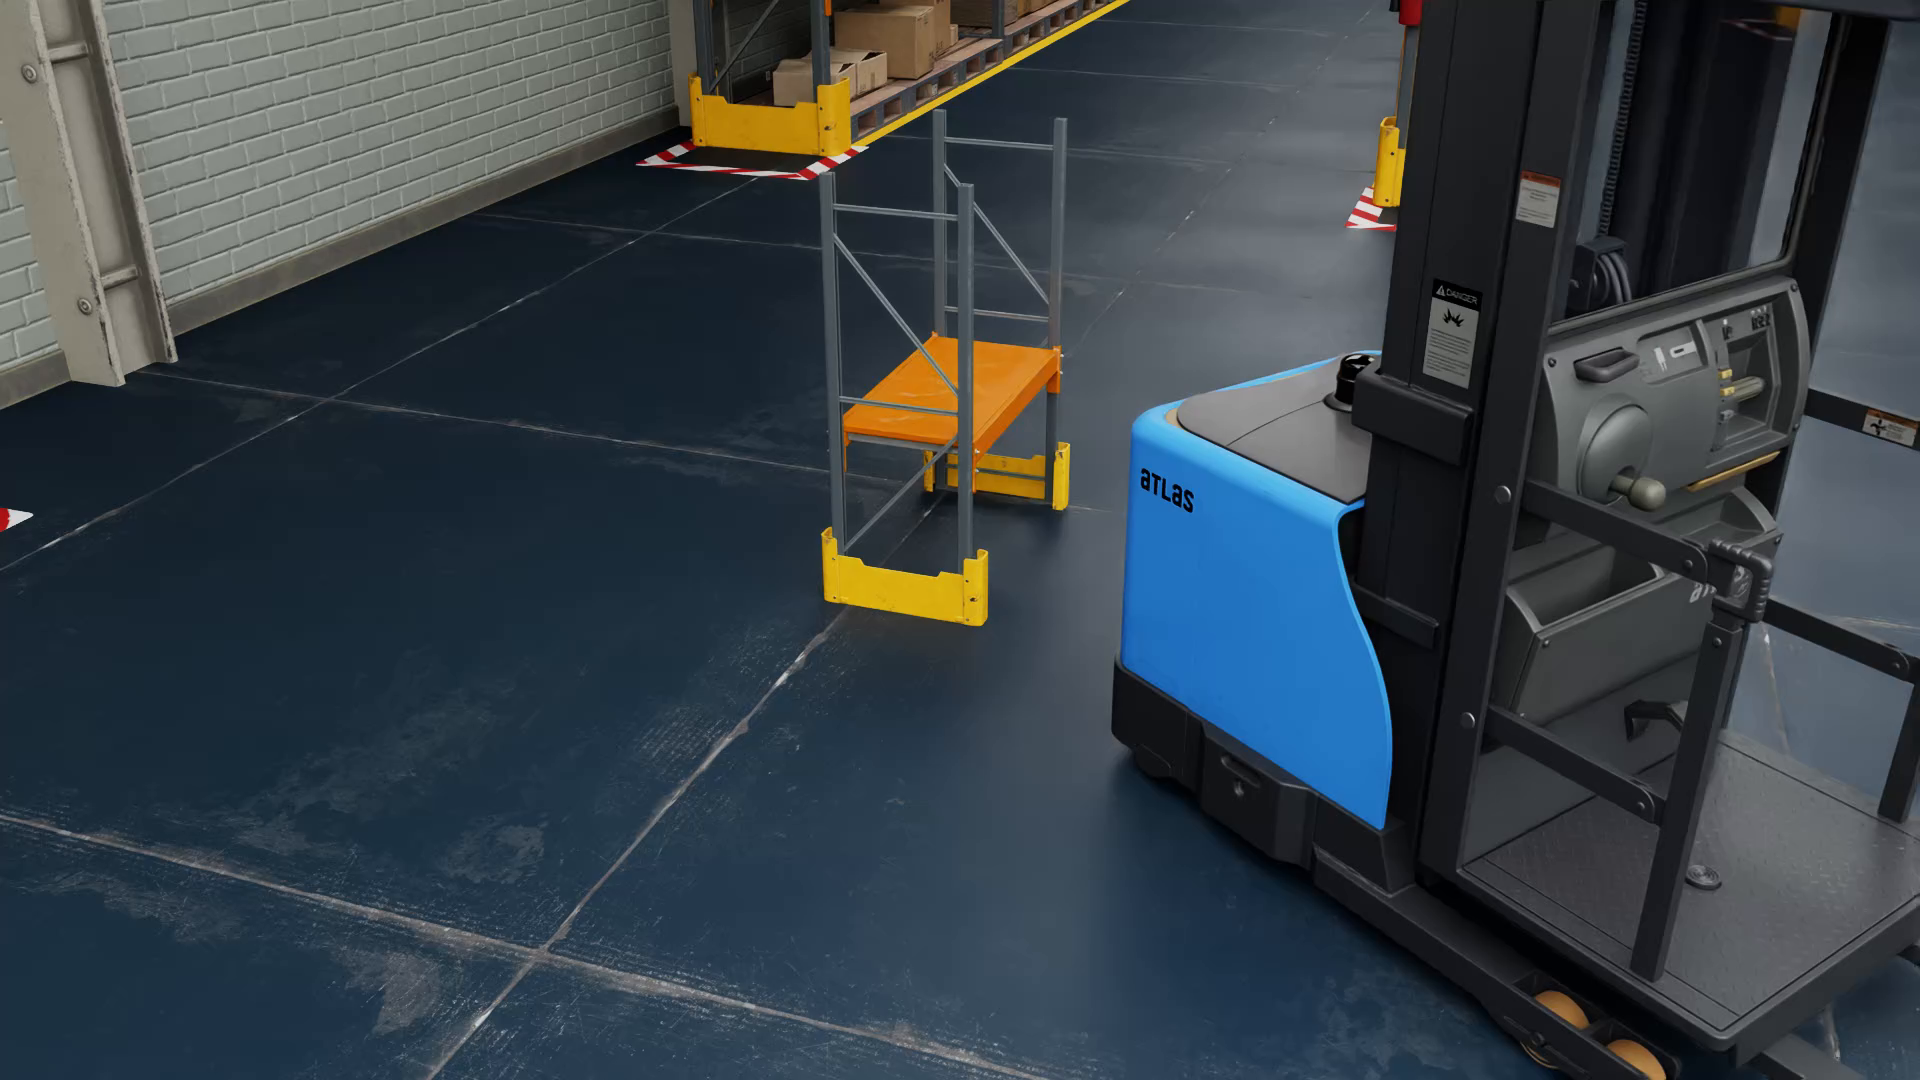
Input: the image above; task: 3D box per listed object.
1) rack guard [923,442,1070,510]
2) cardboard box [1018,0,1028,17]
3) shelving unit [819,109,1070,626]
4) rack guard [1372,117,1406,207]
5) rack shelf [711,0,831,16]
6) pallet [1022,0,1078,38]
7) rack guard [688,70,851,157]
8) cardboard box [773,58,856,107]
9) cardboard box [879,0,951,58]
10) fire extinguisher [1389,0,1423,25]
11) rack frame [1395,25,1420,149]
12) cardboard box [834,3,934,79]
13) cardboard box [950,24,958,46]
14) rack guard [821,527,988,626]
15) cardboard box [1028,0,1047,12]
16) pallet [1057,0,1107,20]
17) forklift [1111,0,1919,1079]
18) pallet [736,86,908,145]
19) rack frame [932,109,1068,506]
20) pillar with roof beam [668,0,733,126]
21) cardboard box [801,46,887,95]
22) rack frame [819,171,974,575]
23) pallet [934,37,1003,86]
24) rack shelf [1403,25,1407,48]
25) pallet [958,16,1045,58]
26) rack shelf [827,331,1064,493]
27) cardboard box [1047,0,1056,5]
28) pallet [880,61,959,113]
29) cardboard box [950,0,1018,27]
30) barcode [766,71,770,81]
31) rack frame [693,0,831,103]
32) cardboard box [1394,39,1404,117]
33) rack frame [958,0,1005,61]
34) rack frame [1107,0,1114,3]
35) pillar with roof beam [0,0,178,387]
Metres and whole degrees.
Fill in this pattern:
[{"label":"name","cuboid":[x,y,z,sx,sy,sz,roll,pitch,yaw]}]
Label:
[{"label":"rack guard","cuboid":[0.140,-0.286,6.554,0.587,0.250,0.087,9,27,17]},{"label":"cardboard box","cuboid":[0.274,-5.458,16.444,0.700,0.500,0.500,8,27,16]},{"label":"shelving unit","cuboid":[-0.025,-0.644,5.858,0.587,1.500,1.083,9,27,17]},{"label":"rack guard","cuboid":[3.253,-2.365,10.561,1.175,0.500,0.348,9,27,17]},{"label":"rack shelf","cuboid":[-0.746,-4.715,13.371,1.077,0.370,4.000,9,27,17]},{"label":"pallet","cuboid":[0.582,-5.429,17.220,1.003,0.211,1.213,9,27,17]},{"label":"rack guard","cuboid":[-1.386,-3.123,12.126,1.175,0.500,0.348,9,27,17]},{"label":"cardboard box","cuboid":[-1.096,-3.476,12.567,0.500,0.311,0.500,6,26,12]},{"label":"cardboard box","cuboid":[-0.388,-4.501,14.468,0.500,0.500,0.500,7,27,14]},{"label":"fire extinguisher","cuboid":[2.784,-3.484,10.092,0.296,0.674,0.183,9,27,17]},{"label":"rack frame","cuboid":[3.261,-3.500,10.036,1.000,3.000,0.127,9,27,17]},{"label":"cardboard box","cuboid":[-0.615,-4.089,13.618,0.700,0.500,0.500,7,27,14]},{"label":"cardboard box","cuboid":[-0.230,-4.559,14.970,0.380,0.166,0.250,5,26,11]},{"label":"rack guard","cuboid":[-0.191,0.123,5.708,0.587,0.250,0.087,9,27,17]},{"label":"cardboard box","cuboid":[0.481,-5.662,16.865,0.700,0.500,0.500,9,27,18]},{"label":"pallet","cuboid":[0.989,-5.928,18.252,1.003,0.211,1.213,9,27,17]},{"label":"forklift","cuboid":[1.705,-0.294,3.494,1.130,2.935,3.031,-17,31,-31]},{"label":"pallet","cuboid":[-1.082,-3.322,12.868,1.003,0.211,1.213,9,27,17]},{"label":"rack frame","cuboid":[0.141,-0.849,6.282,0.500,1.500,0.032,9,27,17]},{"label":"pillar with roof beam","cuboid":[2.065,-6.706,9.773,9.100,9.000,0.400,9,27,17]},{"label":"cardboard box","cuboid":[-0.907,-3.710,13.051,0.500,0.311,0.500,11,28,22]},{"label":"rack frame","cuboid":[-0.198,-0.431,5.419,0.500,1.500,0.032,9,27,17]},{"label":"pallet","cuboid":[-0.270,-4.324,14.939,1.003,0.211,1.213,9,27,17]},{"label":"rack shelf","cuboid":[3.927,-3.998,11.891,1.077,0.370,4.000,9,27,17]},{"label":"pallet","cuboid":[0.177,-4.926,16.181,1.003,0.211,1.213,9,27,17]},{"label":"rack shelf","cuboid":[-0.028,-0.478,5.929,0.538,0.185,1.000,9,27,17]},{"label":"cardboard box","cuboid":[0.641,-5.871,17.296,0.700,0.500,0.500,9,27,17]},{"label":"pallet","cuboid":[-0.675,-3.821,13.900,1.003,0.211,1.213,9,27,17]},{"label":"cardboard box","cuboid":[0.149,-5.238,15.990,0.700,0.500,0.500,10,27,19]},{"label":"barcode","cuboid":[-1.467,-3.545,12.700,0.001,0.075,0.075,9,27,17]},{"label":"rack frame","cuboid":[-1.411,-4.217,11.517,1.000,3.000,0.127,9,27,17]},{"label":"cardboard box","cuboid":[3.159,-3.052,10.925,0.500,0.500,0.500,9,27,17]},{"label":"rack frame","cuboid":[-0.080,-5.860,14.912,1.000,3.000,0.127,9,27,17]},{"label":"rack frame","cuboid":[1.251,-7.504,18.307,1.000,3.000,0.127,9,27,17]},{"label":"pillar with roof beam","cuboid":[0.069,-4.240,4.681,9.100,9.000,0.400,9,27,17]}]
